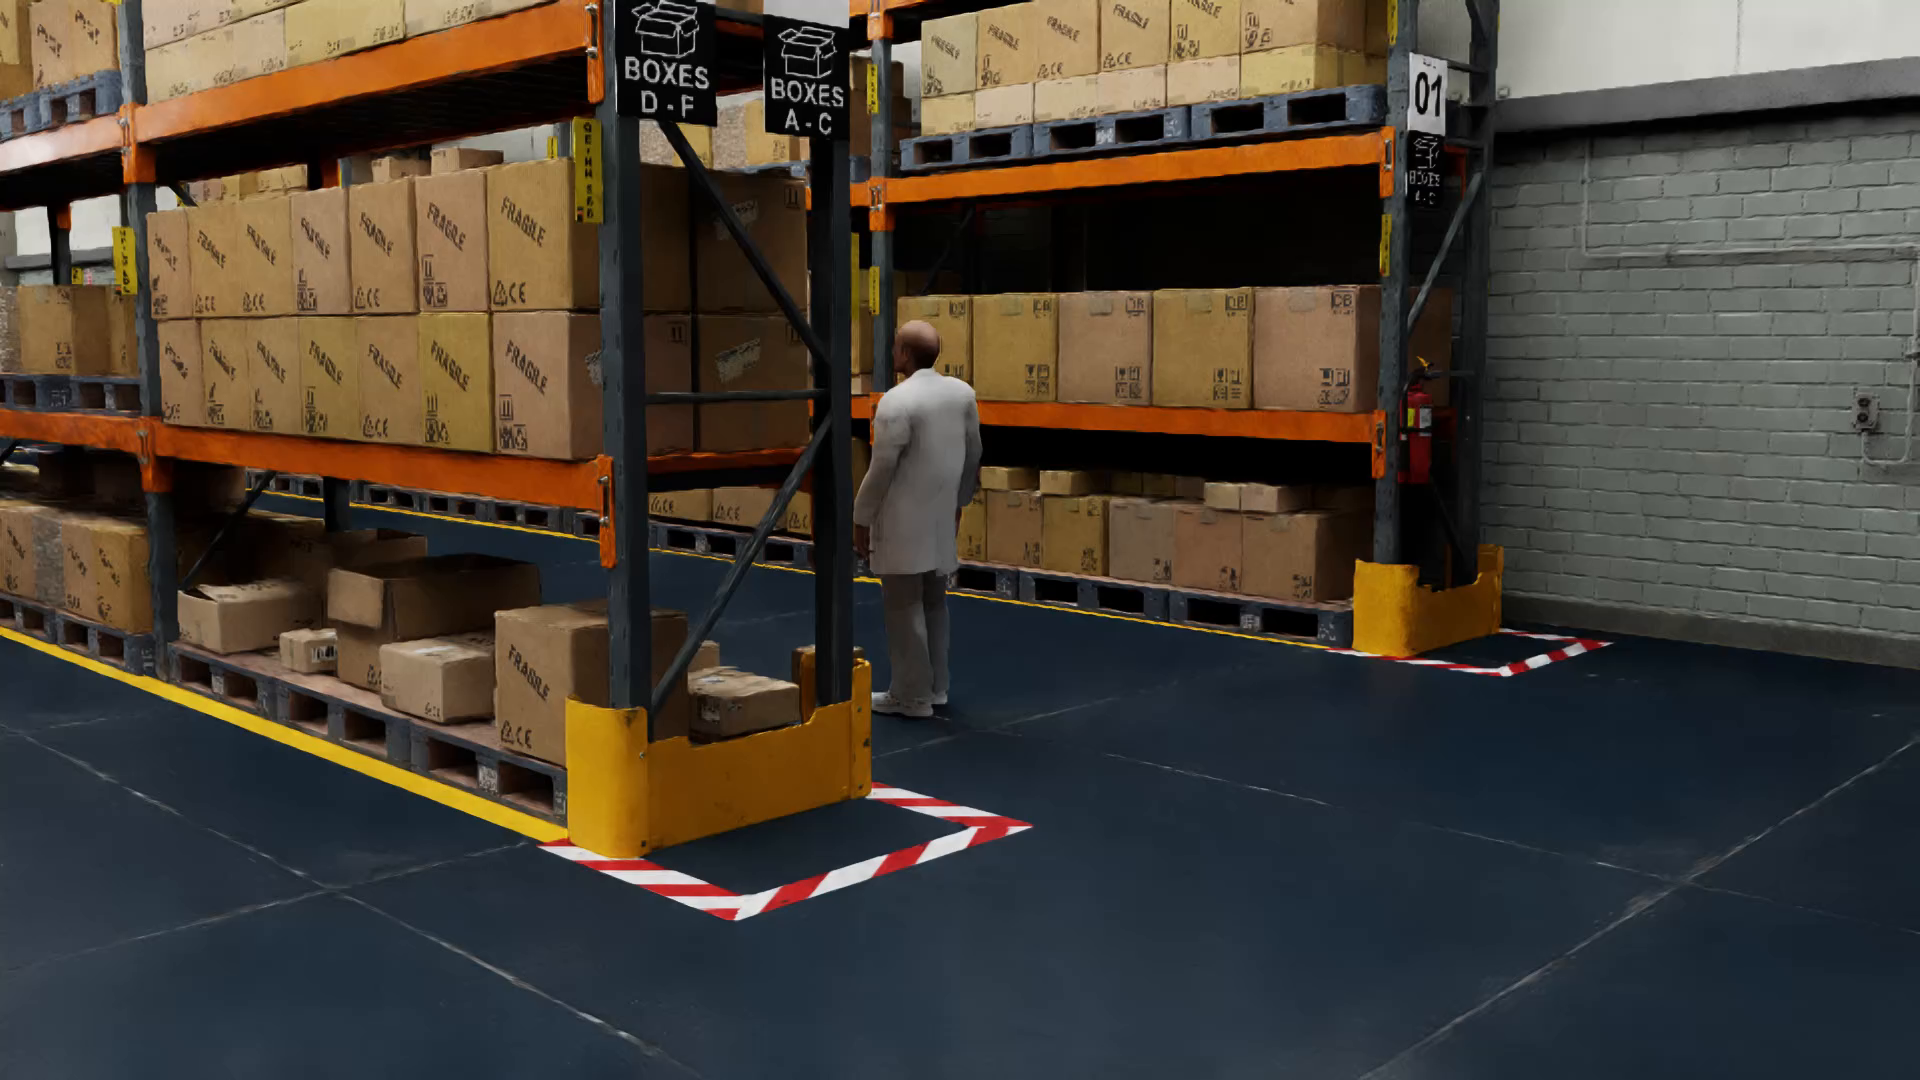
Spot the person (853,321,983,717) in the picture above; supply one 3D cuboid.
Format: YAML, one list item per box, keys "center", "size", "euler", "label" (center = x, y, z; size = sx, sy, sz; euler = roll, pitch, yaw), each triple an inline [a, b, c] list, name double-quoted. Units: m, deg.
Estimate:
- center: [-0.269, -0.095, 7.522]
  size: [0.694, 1.775, 0.582]
  euler: [-7, 10, -44]
  label: "person"
